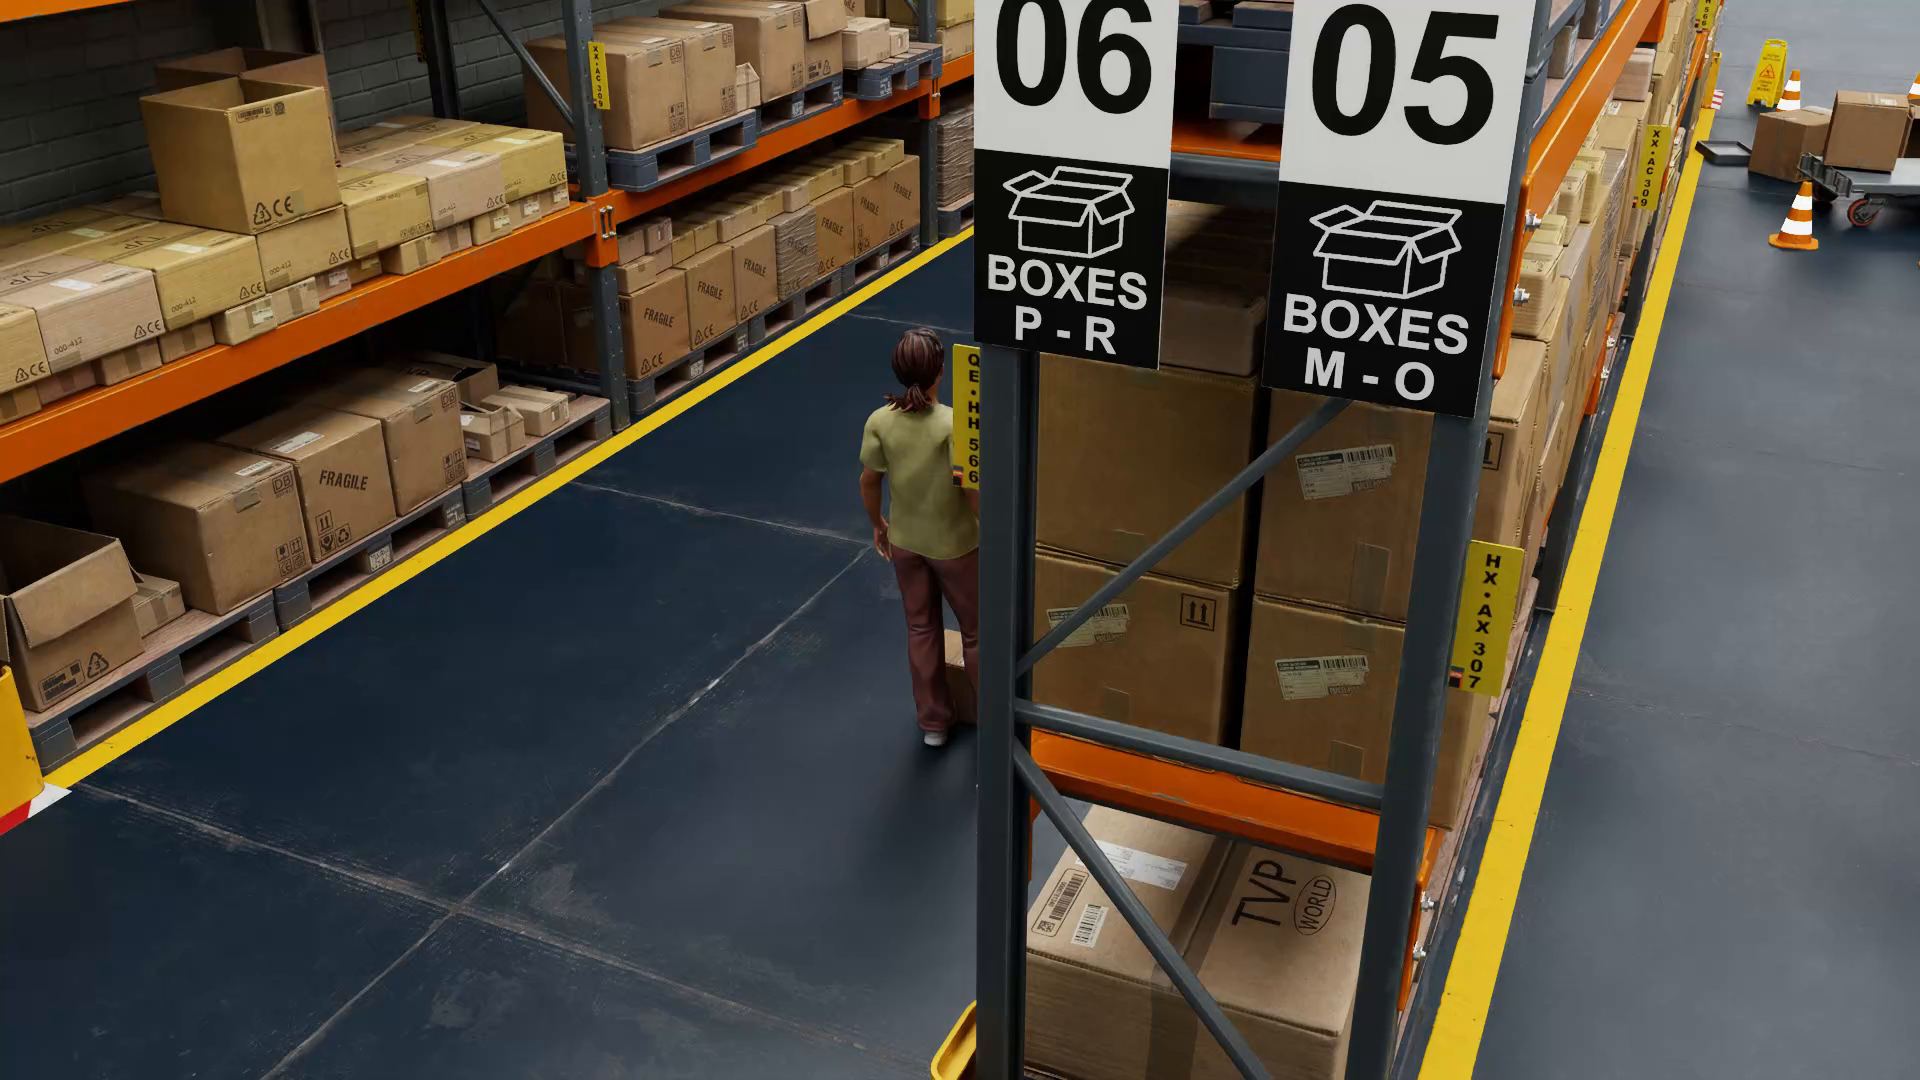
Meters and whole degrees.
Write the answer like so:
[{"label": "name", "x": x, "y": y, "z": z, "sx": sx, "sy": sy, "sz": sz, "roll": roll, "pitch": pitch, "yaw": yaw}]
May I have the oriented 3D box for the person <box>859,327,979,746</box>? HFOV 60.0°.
[{"label": "person", "x": -0.053, "y": -0.010, "z": 6.116, "sx": 0.554, "sy": 1.673, "sz": 0.547, "roll": 11, "pitch": 28, "yaw": 22}]
